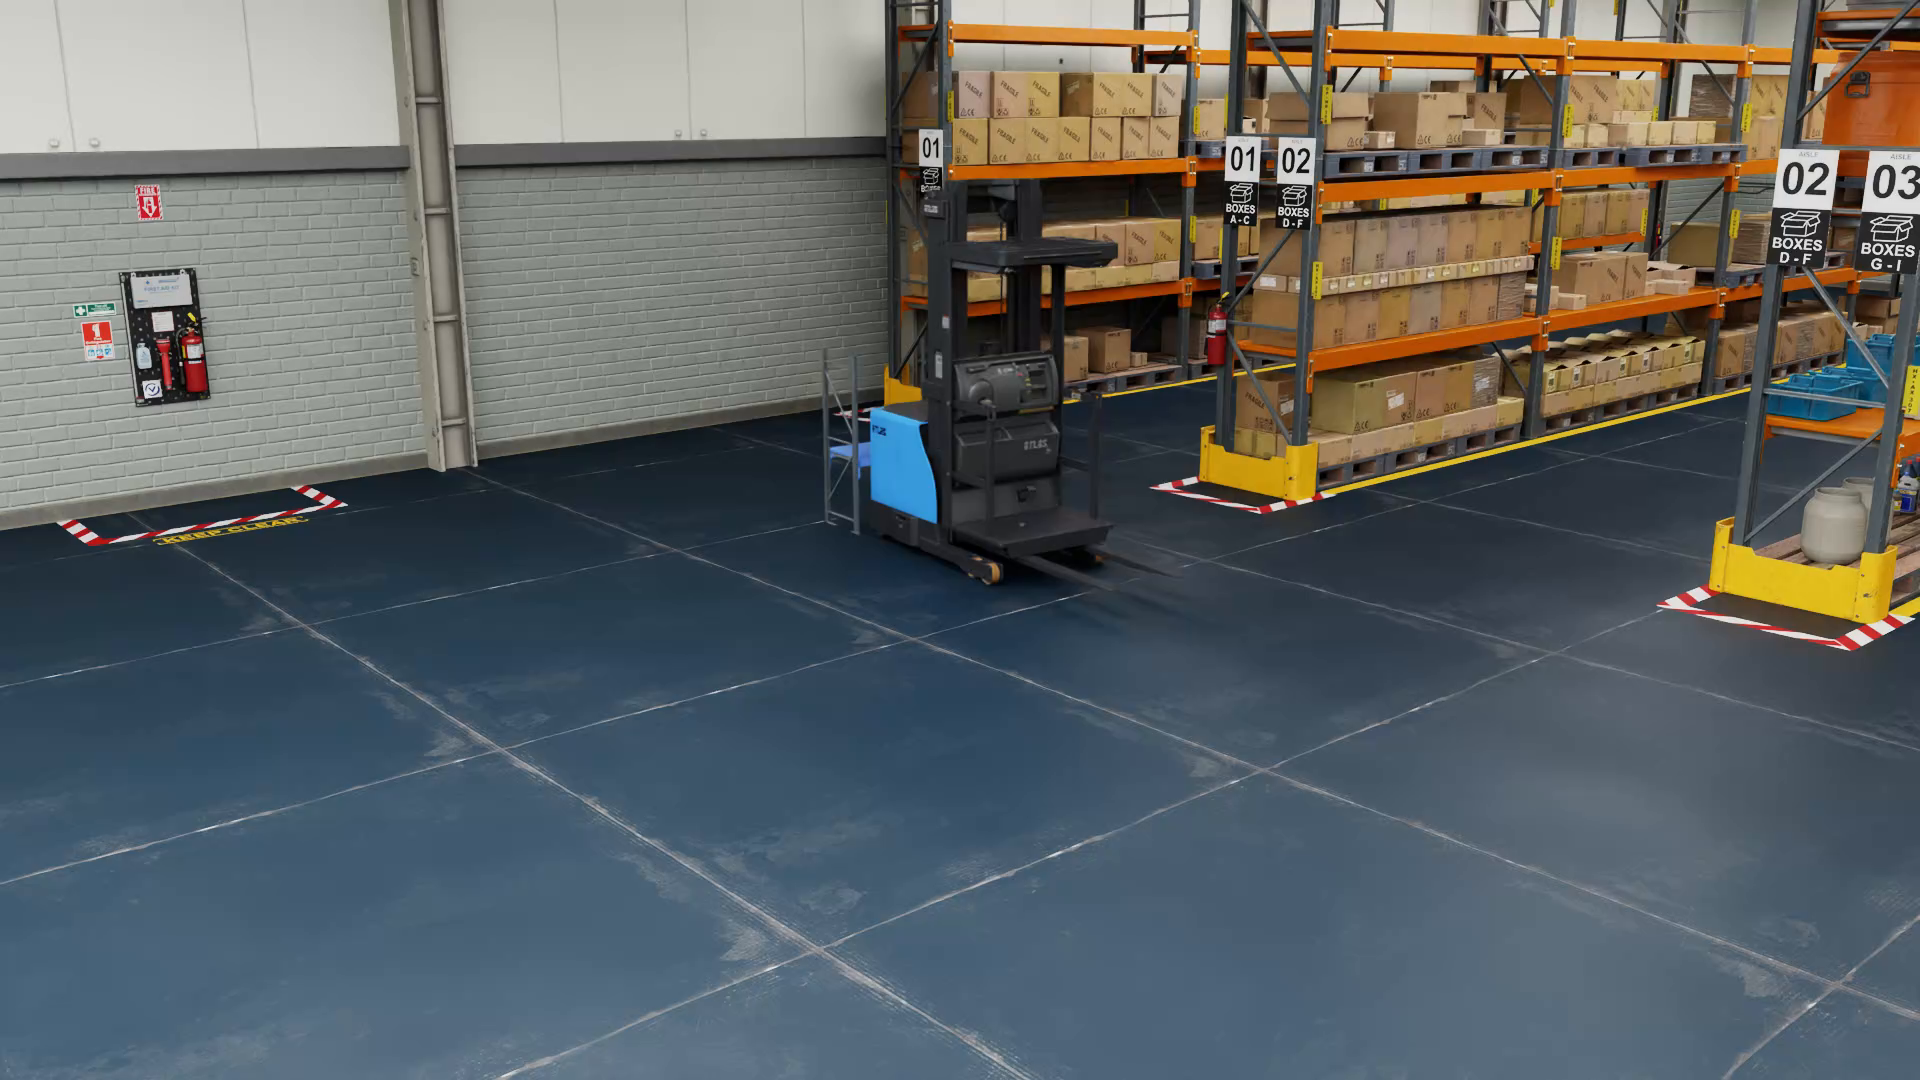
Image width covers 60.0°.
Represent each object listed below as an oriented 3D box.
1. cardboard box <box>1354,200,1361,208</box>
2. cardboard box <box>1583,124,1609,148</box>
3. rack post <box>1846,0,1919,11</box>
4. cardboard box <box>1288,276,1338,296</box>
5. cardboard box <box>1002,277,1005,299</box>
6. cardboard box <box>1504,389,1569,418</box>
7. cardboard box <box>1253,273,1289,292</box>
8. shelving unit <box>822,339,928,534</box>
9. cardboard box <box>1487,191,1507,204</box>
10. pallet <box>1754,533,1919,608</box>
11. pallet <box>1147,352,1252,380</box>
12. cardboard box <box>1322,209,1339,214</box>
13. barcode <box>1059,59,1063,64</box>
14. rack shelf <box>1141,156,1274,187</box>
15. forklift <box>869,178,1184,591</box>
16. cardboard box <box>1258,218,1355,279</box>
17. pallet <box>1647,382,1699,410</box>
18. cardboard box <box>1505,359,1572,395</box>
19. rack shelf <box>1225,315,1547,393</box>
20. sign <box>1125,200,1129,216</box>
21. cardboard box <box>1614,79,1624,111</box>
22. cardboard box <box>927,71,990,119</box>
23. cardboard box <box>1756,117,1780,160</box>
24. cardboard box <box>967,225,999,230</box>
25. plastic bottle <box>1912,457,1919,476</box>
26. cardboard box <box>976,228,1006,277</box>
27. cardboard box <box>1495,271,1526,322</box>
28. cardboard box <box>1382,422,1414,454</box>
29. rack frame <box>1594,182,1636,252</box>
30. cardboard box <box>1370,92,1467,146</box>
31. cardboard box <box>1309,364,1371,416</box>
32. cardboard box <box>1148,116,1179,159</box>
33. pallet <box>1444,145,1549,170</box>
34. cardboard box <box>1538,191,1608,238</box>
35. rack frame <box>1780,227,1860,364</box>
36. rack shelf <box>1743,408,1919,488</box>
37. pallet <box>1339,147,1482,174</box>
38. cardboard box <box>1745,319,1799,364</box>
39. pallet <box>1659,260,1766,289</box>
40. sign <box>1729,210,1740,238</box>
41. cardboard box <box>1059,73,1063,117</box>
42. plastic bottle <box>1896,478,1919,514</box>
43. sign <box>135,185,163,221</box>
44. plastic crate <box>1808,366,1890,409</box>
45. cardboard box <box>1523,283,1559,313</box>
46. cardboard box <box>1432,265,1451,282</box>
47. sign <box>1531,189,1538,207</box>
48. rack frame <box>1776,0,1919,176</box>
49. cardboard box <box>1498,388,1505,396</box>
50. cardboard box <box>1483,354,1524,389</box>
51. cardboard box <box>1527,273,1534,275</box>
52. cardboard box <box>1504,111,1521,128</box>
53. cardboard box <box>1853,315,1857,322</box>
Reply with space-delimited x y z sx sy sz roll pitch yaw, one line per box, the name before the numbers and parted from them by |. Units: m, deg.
cardboard box | 5.746 -4.956 24.228 0.500 0.250 0.500 -12 19 -38
cardboard box | 6.695 -4.399 18.069 0.500 0.250 0.500 14 20 42
rack post | 6.696 -3.740 11.285 0.954 0.300 0.937 -10 18 -33
cardboard box | 3.231 -2.332 15.215 0.250 0.149 0.380 -13 20 -40
cardboard box | 0.498 -2.958 19.263 0.500 0.250 0.500 -13 20 -41
cardboard box | 6.278 -1.517 18.133 0.500 0.250 0.500 -13 20 -41
cardboard box | 2.957 -2.409 15.505 0.250 0.149 0.380 -13 20 -40
shelving unit | -0.590 -0.905 14.230 1.048 1.500 0.538 -11 18 -35
cardboard box | 8.015 -5.292 25.488 0.500 0.250 0.500 -12 19 -38
pallet | 6.685 0.208 12.561 1.213 0.211 1.003 -13 19 -39
pallet | 3.143 -2.372 22.220 1.213 0.211 1.003 -13 19 -39
cardboard box | 4.822 -4.344 23.152 0.700 0.500 0.500 14 20 42
barcode | 1.226 -5.802 20.164 0.075 0.075 0.001 -13 19 -39
rack shelf | 4.065 -5.027 22.339 4.000 0.370 1.077 -13 19 -39
forklift | 0.484 -1.221 12.642 1.130 2.935 3.031 -10 18 -33
cardboard box | 3.194 -2.706 15.360 0.500 0.500 0.700 -13 19 -39
pallet | 8.182 -1.821 20.160 1.213 0.211 1.003 -13 19 -39
cardboard box | 6.286 -1.790 18.066 0.500 0.311 0.500 -13 19 -39
rack shelf | 4.302 -1.937 16.581 4.000 0.370 1.077 -13 19 -39
sign | 2.190 -4.253 21.618 0.005 0.325 0.100 -13 19 -39
cardboard box | 10.463 -7.260 27.134 0.500 0.500 0.500 -14 20 -42
cardboard box | -0.011 -4.917 18.364 0.500 0.500 0.500 14 21 43
cardboard box | 9.520 -4.965 20.518 0.500 0.500 0.910 -13 19 -39
cardboard box | 0.141 -3.413 19.514 0.500 0.500 0.500 -12 19 -39
plastic bottle | 8.179 -0.535 14.220 0.185 0.351 0.144 -12 19 -38
cardboard box | 0.476 -3.313 19.138 0.500 0.500 0.500 -13 19 -39
cardboard box | 5.481 -2.595 17.458 0.500 0.500 0.700 -13 20 -41
cardboard box | 4.097 -1.037 16.335 0.500 0.250 0.500 -13 19 -39
rack frame | 11.609 -5.619 28.975 0.127 3.000 1.000 -13 19 -39
cardboard box | 4.486 -4.138 16.332 0.637 0.503 0.797 -10 18 -33
cardboard box | 3.748 -1.503 16.626 0.500 0.500 0.500 -13 19 -39
cardboard box | 2.336 -4.960 20.460 0.500 0.500 0.500 -12 19 -38
pallet | 5.185 -3.880 16.821 1.213 0.211 1.003 -13 19 -39
cardboard box | 10.108 -5.423 27.660 0.700 0.700 0.980 -14 20 -42
rack frame | 11.846 -3.978 22.831 0.127 3.000 1.000 -13 19 -39
rack shelf | 7.551 -0.972 12.969 4.000 0.370 1.077 -13 19 -39
pallet | 4.265 -3.674 16.052 1.213 0.211 1.003 -13 19 -39
cardboard box | 10.523 -2.590 21.625 0.500 0.500 0.500 -14 20 -41
pallet | 9.294 -3.336 20.799 1.003 0.211 1.213 -13 19 -39
sign | 9.196 -3.752 19.742 0.005 0.325 0.100 -13 19 -39
cardboard box | 0.868 -5.281 19.725 0.500 0.500 0.500 -13 20 -39
plastic bottle | 7.832 -0.370 13.748 0.135 0.276 0.152 -13 19 -39
sign | -6.988 -2.906 14.326 0.199 0.298 0.001 -13 19 -39
plastic crate | 6.717 -1.160 12.570 0.408 0.251 0.499 -13 19 -39
cardboard box | 6.154 -2.642 18.120 0.500 0.250 0.500 -11 19 -36
cardboard box | 4.589 -2.636 16.357 0.250 0.149 0.380 -12 19 -38
sign | 8.955 -5.359 25.910 0.005 0.325 0.100 -13 19 -39
rack frame | 6.042 -3.879 10.833 0.127 3.000 1.000 -13 19 -39
cardboard box | 5.934 -1.624 18.532 0.500 0.250 0.500 -13 20 -40
cardboard box | 5.929 -1.893 18.451 0.500 0.311 0.500 -13 19 -39
cardboard box | 9.604 -4.128 27.423 0.500 0.500 0.700 -13 20 -40
cardboard box | 8.954 -6.731 26.609 0.500 0.250 0.500 -12 19 -39
cardboard box | 12.656 -3.170 24.164 0.500 0.311 0.500 -13 19 -39
